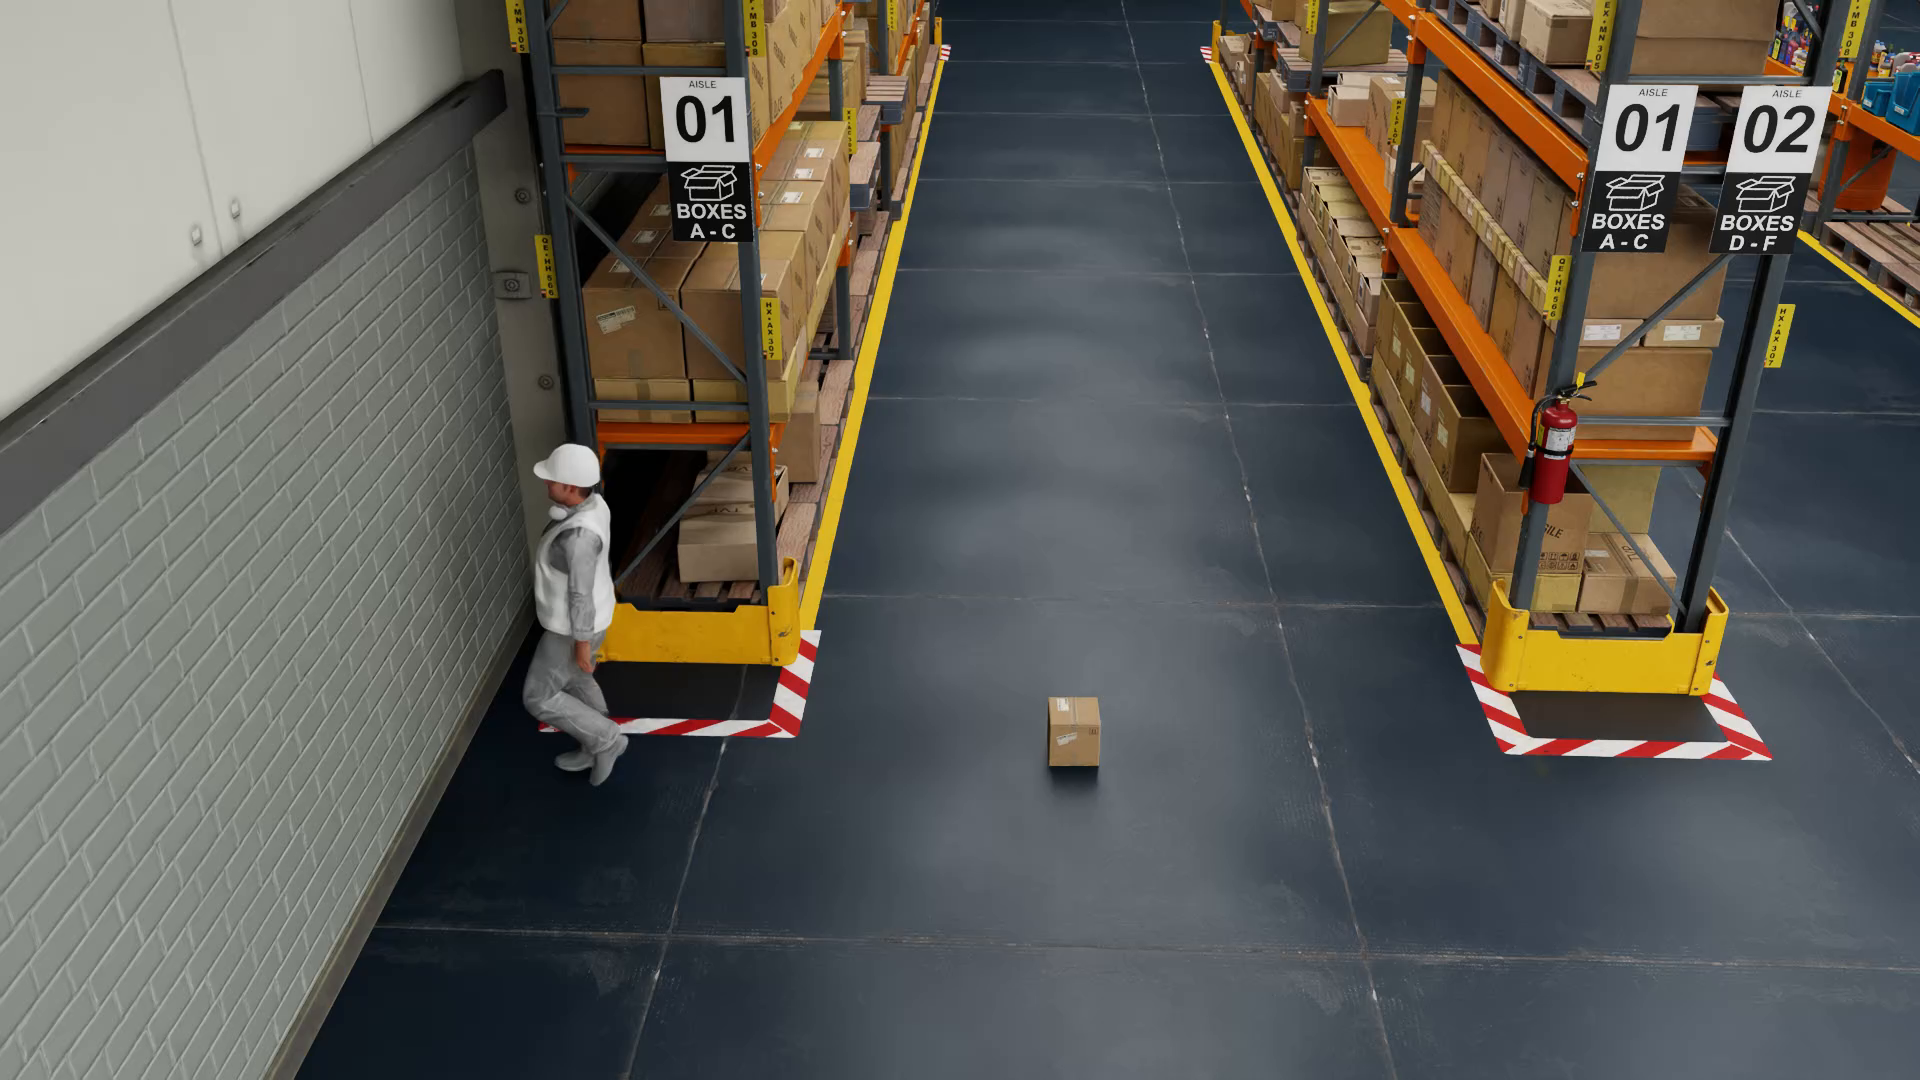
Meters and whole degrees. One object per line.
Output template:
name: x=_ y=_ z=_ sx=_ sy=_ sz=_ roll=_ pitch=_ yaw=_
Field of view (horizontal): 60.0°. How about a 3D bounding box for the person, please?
person: x=-1.850 y=0.352 z=7.876 sx=0.467 sy=1.760 sz=0.558 roll=-2 pitch=28 yaw=-3
